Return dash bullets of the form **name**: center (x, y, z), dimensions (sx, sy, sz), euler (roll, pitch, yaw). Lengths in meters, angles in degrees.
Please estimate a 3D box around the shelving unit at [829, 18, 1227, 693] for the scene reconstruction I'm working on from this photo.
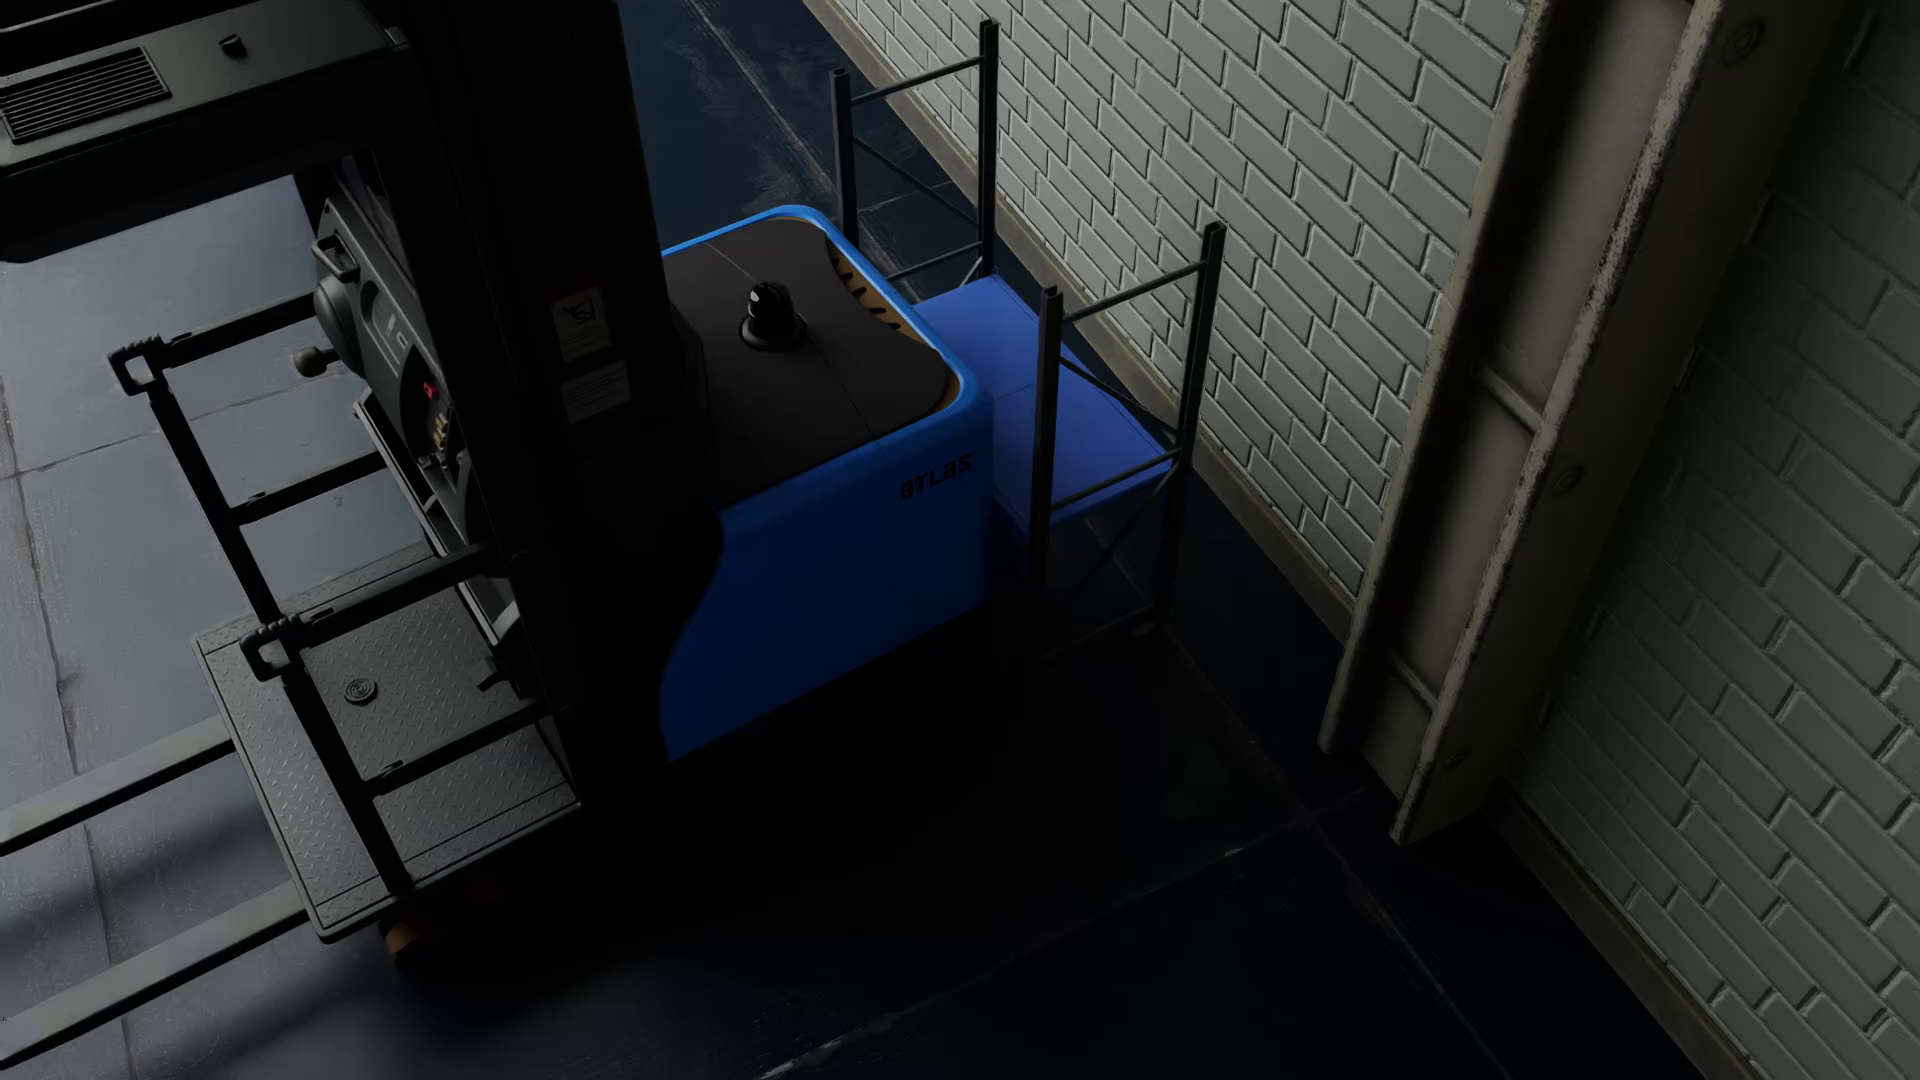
- **shelving unit**: center (0.143, -0.482, 4.676), dimensions (0.538, 1.500, 1.048), euler (-24, 53, -20)

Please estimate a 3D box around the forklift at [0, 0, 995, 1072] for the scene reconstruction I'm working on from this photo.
- **forklift**: center (-1.414, -0.317, 3.580), dimensions (3.031, 2.935, 1.130), euler (-26, 54, -21)

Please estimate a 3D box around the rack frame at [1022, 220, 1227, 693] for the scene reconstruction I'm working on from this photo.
- **rack frame**: center (0.404, -0.154, 4.388), dimensions (0.500, 1.500, 0.032), euler (-24, 53, -20)

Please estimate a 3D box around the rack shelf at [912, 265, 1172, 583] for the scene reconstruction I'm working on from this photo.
- **rack shelf**: center (0.143, -0.364, 4.811), dimensions (0.538, 0.185, 1.000), euler (-24, 53, -20)

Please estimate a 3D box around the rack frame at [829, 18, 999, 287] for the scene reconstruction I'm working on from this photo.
- **rack frame**: center (-0.118, -0.811, 4.963), dimensions (0.500, 1.500, 0.032), euler (-24, 53, -20)
